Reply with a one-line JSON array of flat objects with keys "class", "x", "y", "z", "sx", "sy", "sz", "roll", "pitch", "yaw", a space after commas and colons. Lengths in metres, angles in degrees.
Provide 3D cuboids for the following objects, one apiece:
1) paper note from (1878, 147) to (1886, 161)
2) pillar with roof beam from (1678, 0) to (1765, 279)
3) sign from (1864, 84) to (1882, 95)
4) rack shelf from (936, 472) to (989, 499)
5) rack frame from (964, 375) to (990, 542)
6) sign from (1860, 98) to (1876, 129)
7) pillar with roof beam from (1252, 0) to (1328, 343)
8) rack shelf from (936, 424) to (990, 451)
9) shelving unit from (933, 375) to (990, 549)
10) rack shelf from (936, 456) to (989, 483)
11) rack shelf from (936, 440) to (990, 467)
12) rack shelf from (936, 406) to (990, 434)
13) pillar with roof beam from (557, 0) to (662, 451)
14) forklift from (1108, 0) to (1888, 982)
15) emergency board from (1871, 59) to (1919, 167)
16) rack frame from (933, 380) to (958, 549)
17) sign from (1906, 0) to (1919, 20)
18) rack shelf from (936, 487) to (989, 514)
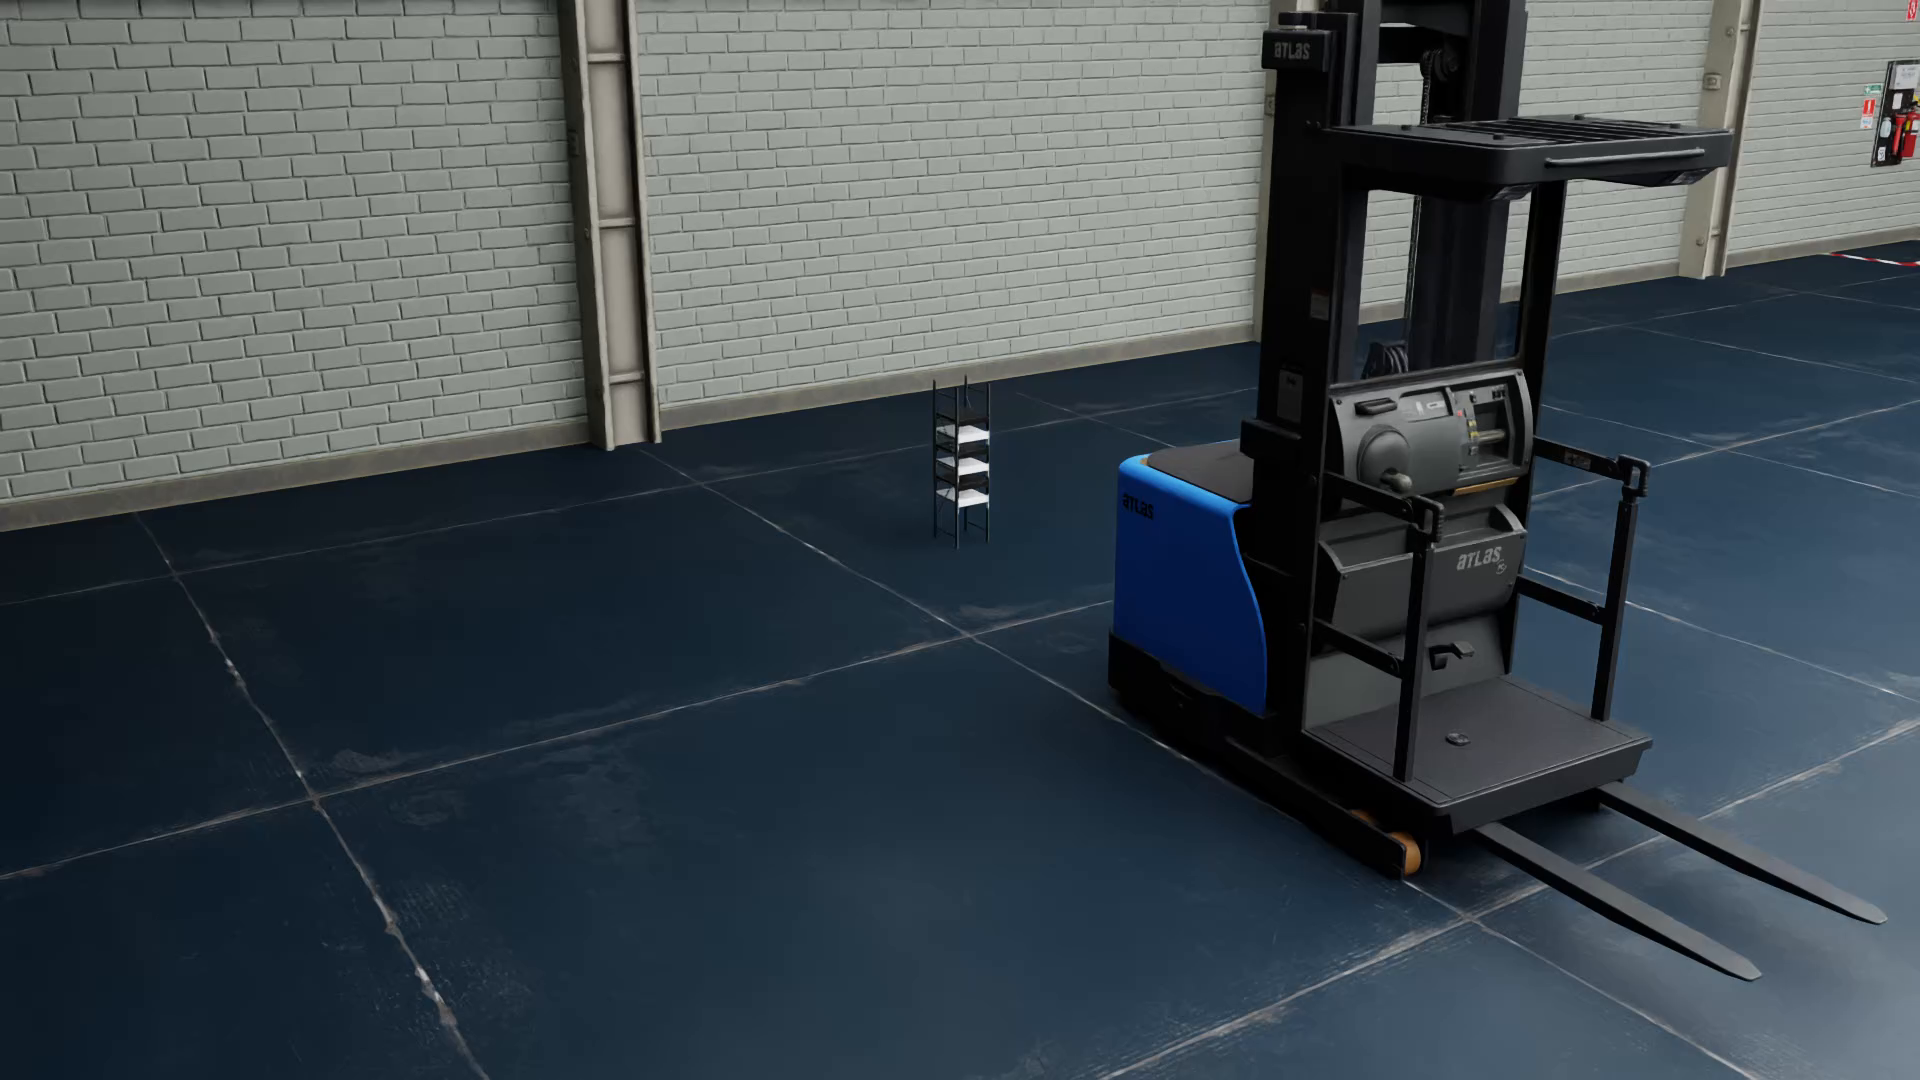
[{"class": "paper note", "x": 10.509, "y": -4.400, "z": 18.951, "sx": 0.142, "sy": 0.148, "sz": 0.016, "roll": -12, "pitch": 22, "yaw": -31}, {"class": "pillar with roof beam", "x": 10.136, "y": -5.888, "z": 12.612, "sx": 0.400, "sy": 9.000, "sz": 9.100, "roll": -12, "pitch": 22, "yaw": -31}, {"class": "sign", "x": 10.185, "y": -5.026, "z": 18.546, "sx": 0.331, "sy": 0.109, "sz": 0.001, "roll": -12, "pitch": 22, "yaw": -31}, {"class": "rack shelf", "x": 0.007, "y": -0.311, "z": 9.144, "sx": 0.200, "sy": 0.077, "sz": 0.258, "roll": -12, "pitch": 22, "yaw": -31}, {"class": "rack frame", "x": 0.092, "y": -0.446, "z": 9.158, "sx": 0.006, "sy": 0.900, "sz": 0.240, "roll": -12, "pitch": 22, "yaw": -31}, {"class": "sign", "x": 10.176, "y": -4.777, "z": 18.635, "sx": 0.234, "sy": 0.329, "sz": 0.001, "roll": -12, "pitch": 22, "yaw": -31}, {"class": "pillar with roof beam", "x": 5.125, "y": -4.832, "z": 9.486, "sx": 0.400, "sy": 9.000, "sz": 9.100, "roll": -12, "pitch": 22, "yaw": -31}, {"class": "rack shelf", "x": 0.007, "y": -0.567, "z": 9.058, "sx": 0.200, "sy": 0.077, "sz": 0.258, "roll": -12, "pitch": 22, "yaw": -31}, {"class": "shelving unit", "x": 0.007, "y": -0.428, "z": 9.105, "sx": 0.210, "sy": 0.900, "sz": 0.258, "roll": -12, "pitch": 22, "yaw": -31}, {"class": "rack shelf", "x": 0.007, "y": -0.396, "z": 9.116, "sx": 0.200, "sy": 0.077, "sz": 0.258, "roll": -12, "pitch": 22, "yaw": -31}, {"class": "rack shelf", "x": 0.007, "y": -0.481, "z": 9.087, "sx": 0.200, "sy": 0.077, "sz": 0.258, "roll": -12, "pitch": 22, "yaw": -31}, {"class": "rack shelf", "x": 0.007, "y": -0.652, "z": 9.029, "sx": 0.200, "sy": 0.077, "sz": 0.258, "roll": -12, "pitch": 22, "yaw": -31}, {"class": "pillar with roof beam", "x": 0.114, "y": -3.775, "z": 6.360, "sx": 0.400, "sy": 9.000, "sz": 9.100, "roll": -12, "pitch": 22, "yaw": -31}, {"class": "forklift", "x": 1.811, "y": -0.381, "z": 5.794, "sx": 1.130, "sy": 2.935, "sz": 3.031, "roll": -10, "pitch": 21, "yaw": -28}, {"class": "emergency board", "x": 10.695, "y": -4.830, "z": 18.847, "sx": 0.643, "sy": 1.169, "sz": 0.194, "roll": -12, "pitch": 22, "yaw": -31}, {"class": "rack frame", "x": -0.078, "y": -0.410, "z": 9.052, "sx": 0.006, "sy": 0.900, "sz": 0.240, "roll": -12, "pitch": 22, "yaw": -31}, {"class": "sign", "x": 10.633, "y": -5.953, "z": 18.551, "sx": 0.199, "sy": 0.298, "sz": 0.001, "roll": -12, "pitch": 22, "yaw": -31}, {"class": "rack shelf", "x": 0.007, "y": -0.226, "z": 9.173, "sx": 0.200, "sy": 0.077, "sz": 0.258, "roll": -12, "pitch": 22, "yaw": -31}]
